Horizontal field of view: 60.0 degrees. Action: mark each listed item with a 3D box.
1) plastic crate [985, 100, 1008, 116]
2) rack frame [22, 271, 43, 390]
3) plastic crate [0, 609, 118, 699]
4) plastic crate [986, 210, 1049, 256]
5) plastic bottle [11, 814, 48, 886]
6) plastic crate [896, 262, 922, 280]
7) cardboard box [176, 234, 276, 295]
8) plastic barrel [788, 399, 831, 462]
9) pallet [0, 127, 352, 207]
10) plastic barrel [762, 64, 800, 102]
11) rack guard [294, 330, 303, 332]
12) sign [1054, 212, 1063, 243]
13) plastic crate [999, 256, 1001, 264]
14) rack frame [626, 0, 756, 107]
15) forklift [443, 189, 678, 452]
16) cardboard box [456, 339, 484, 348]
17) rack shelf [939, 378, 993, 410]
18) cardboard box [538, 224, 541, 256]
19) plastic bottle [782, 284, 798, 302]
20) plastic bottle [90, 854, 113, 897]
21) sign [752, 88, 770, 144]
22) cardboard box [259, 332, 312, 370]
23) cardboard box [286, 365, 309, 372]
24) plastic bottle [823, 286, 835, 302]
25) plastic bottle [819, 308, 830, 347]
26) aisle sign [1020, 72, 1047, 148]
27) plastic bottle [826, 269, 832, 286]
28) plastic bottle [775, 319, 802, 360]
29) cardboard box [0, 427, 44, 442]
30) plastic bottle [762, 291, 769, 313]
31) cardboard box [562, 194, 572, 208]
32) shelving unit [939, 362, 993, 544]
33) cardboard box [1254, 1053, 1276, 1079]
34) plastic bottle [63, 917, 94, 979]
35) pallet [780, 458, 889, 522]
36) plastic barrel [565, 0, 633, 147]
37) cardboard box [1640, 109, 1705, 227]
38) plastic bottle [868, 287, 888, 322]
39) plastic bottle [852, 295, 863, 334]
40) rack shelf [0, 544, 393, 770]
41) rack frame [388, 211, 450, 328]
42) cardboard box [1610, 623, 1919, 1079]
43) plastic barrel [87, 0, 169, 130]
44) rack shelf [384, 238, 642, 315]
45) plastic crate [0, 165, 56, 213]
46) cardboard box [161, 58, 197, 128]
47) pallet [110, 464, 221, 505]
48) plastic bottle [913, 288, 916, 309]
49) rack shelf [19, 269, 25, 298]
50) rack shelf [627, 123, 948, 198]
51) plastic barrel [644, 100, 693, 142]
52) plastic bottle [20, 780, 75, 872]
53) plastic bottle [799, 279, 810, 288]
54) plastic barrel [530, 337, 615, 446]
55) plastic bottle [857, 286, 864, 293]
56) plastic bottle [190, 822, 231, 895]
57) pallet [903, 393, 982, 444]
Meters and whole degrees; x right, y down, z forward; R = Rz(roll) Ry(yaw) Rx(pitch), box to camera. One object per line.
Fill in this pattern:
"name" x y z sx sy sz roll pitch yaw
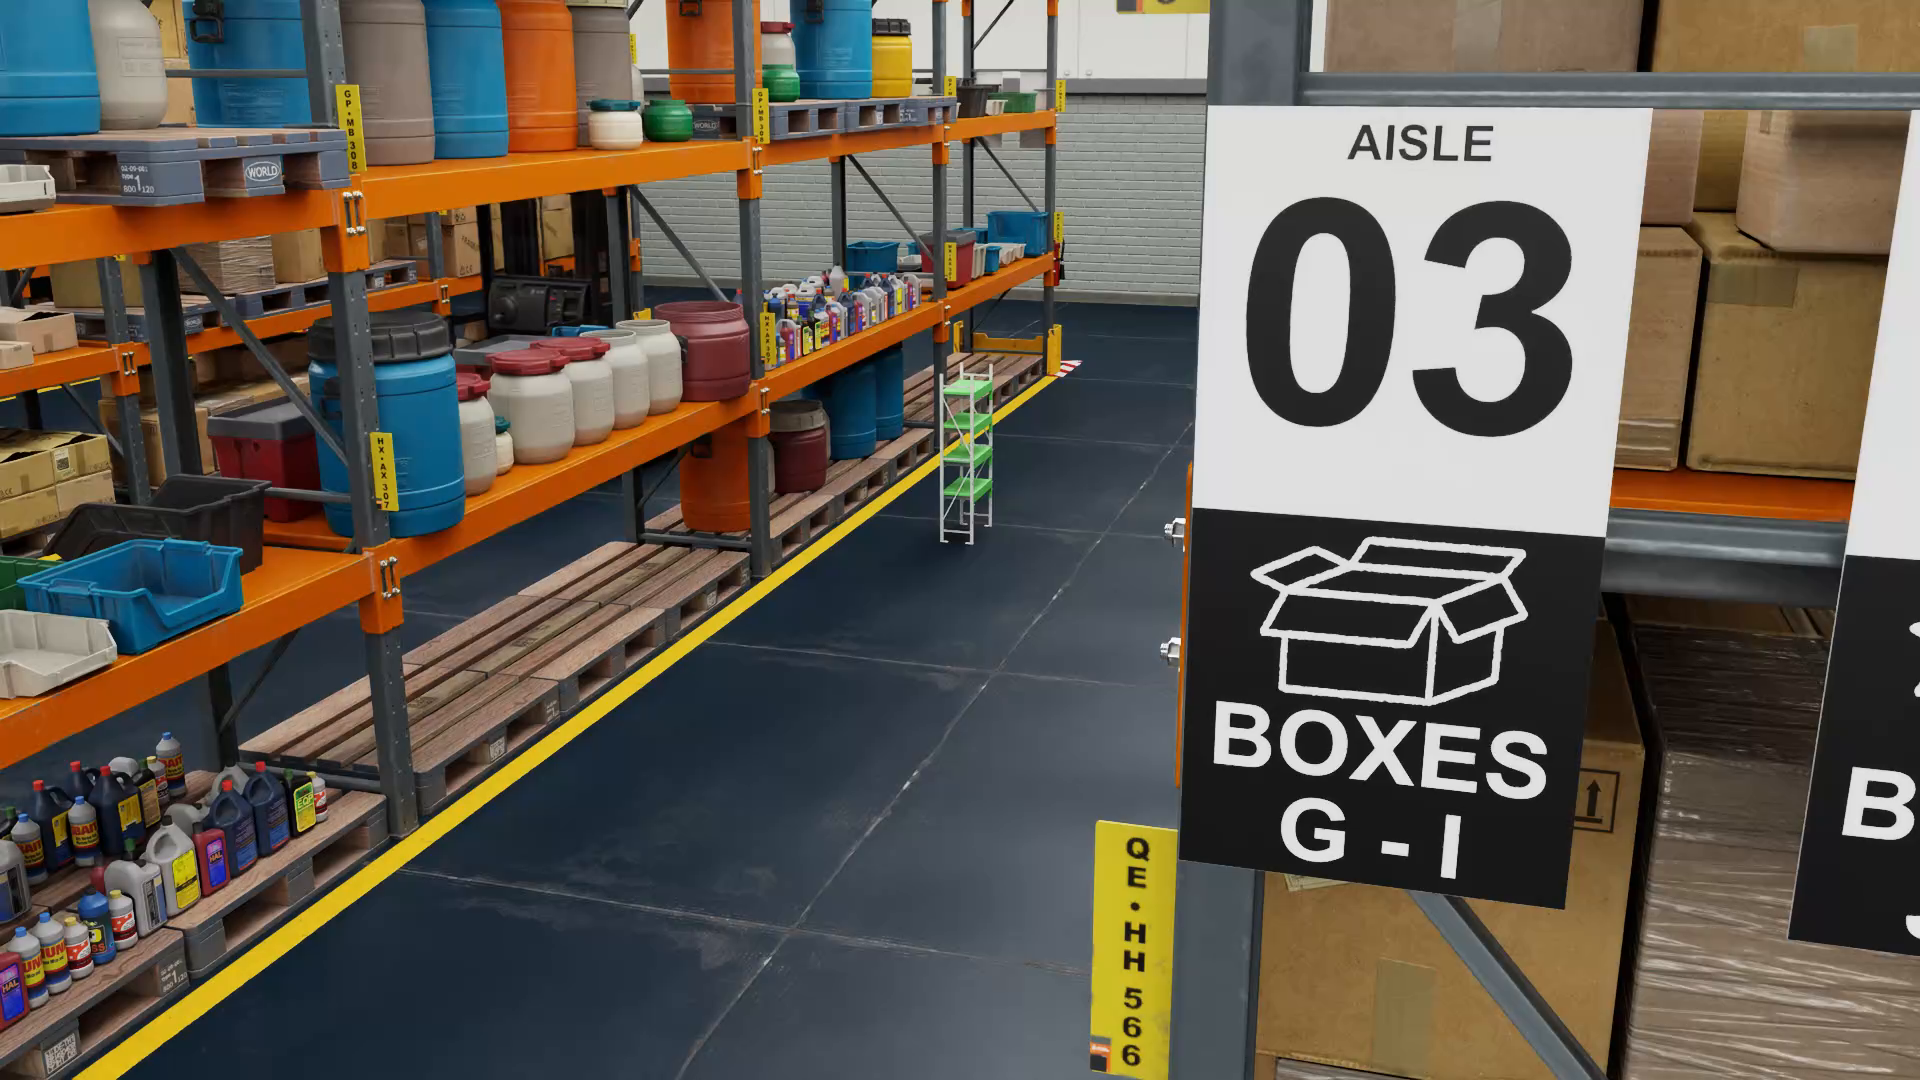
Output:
"plastic crate" 0.179 -4.088 15.730 0.437 0.136 0.530 5 16 16
"rack frame" -10.107 -3.053 17.096 1.000 3.000 0.127 5 16 16
"plastic crate" -3.100 0.380 5.477 0.530 0.136 0.437 5 16 16
"plastic crate" 0.612 -3.275 17.704 0.616 0.435 0.499 5 16 16
"plastic bottle" -3.569 1.179 6.369 0.097 0.271 0.097 0 16 0
"plastic crate" -0.548 -2.495 15.523 0.437 0.125 0.590 5 16 16
"cardboard box" -5.979 -2.271 13.388 0.700 0.500 0.500 8 18 26
"plastic barrel" -1.227 -0.823 13.023 0.421 0.512 0.421 0 16 0
"pallet" -2.993 -1.348 5.932 1.213 0.211 1.003 5 16 16
"plastic barrel" -1.224 -3.068 11.167 0.294 0.245 0.294 0 16 0
"rack guard" -8.963 -2.903 21.149 1.175 0.500 0.348 5 16 16
"sign" 1.060 -3.371 17.919 0.100 0.325 0.005 5 16 16
"plastic crate" 0.252 -2.777 16.498 0.298 0.136 0.250 5 16 16
"rack frame" -1.745 -4.124 9.879 1.000 3.000 0.127 5 16 16
"forklift" -3.464 -1.889 13.117 1.130 2.935 3.031 7 17 23
"cardboard box" -5.253 -1.955 17.347 0.500 0.311 0.500 5 16 16
"rack shelf" 0.047 -1.021 11.705 0.258 0.148 0.480 5 16 16
"cardboard box" -4.664 -3.095 17.061 0.500 0.500 0.500 5 16 16
"plastic bottle" -1.368 -1.891 13.227 0.152 0.276 0.135 5 16 16
"plastic bottle" -3.087 1.263 6.051 0.061 0.283 0.133 5 16 16
"sign" -1.216 -2.590 10.159 0.100 0.325 0.005 5 16 16
"cardboard box" -6.012 -1.670 14.622 0.500 0.250 0.500 5 16 16
"cardboard box" -5.513 -1.268 14.576 0.500 0.500 0.500 5 17 17
"plastic bottle" -1.084 -1.997 13.737 0.097 0.201 0.097 0 16 0
"plastic bottle" -0.990 -1.534 11.978 0.097 0.271 0.097 0 16 0
"aisle sign" 0.830 -4.578 17.708 0.394 0.787 0.004 5 16 16
"plastic bottle" -1.122 -2.166 14.182 0.061 0.283 0.133 5 16 16
"plastic bottle" -1.181 -1.388 11.452 0.152 0.276 0.135 5 16 16
"cardboard box" -6.924 -0.658 11.894 0.500 0.311 0.500 5 17 18
"plastic bottle" -1.539 -1.774 12.677 0.144 0.351 0.185 5 16 16
"cardboard box" -4.368 -3.839 17.853 0.500 0.500 0.500 5 17 17
"shelving unit" 0.047 -0.621 11.818 0.258 1.200 0.503 5 16 16
"cardboard box" 0.940 0.766 2.904 0.875 0.500 0.500 5 16 16
"plastic bottle" -3.051 1.397 5.727 0.097 0.201 0.097 0 16 0
"pallet" -1.212 -0.424 12.939 1.003 0.211 1.213 5 16 16
"plastic barrel" -2.187 -2.724 9.522 0.600 0.901 0.600 0 16 0
"cardboard box" 0.696 -0.480 2.071 0.380 0.149 0.250 4 16 14
"plastic bottle" -0.658 -1.869 13.150 0.152 0.276 0.135 5 16 16
"plastic bottle" -0.784 -1.713 12.585 0.061 0.283 0.133 5 16 16
"rack shelf" -3.450 0.678 5.262 1.077 0.370 4.000 5 16 16
"rack frame" -5.356 -2.670 15.745 1.000 3.000 0.127 5 16 16
"cardboard box" 1.148 0.444 2.207 0.500 0.500 0.500 5 16 16
"plastic barrel" -3.192 -1.793 6.183 0.421 0.512 0.421 0 16 0
"rack shelf" -4.788 -2.847 17.688 1.077 0.370 4.000 5 16 16
"plastic crate" -2.950 -1.057 5.044 0.243 0.136 0.396 5 16 16
"cardboard box" -6.257 -3.365 12.515 0.910 0.500 0.500 5 16 16
"pallet" -6.245 -0.474 13.114 1.003 0.211 1.213 5 16 16
"plastic bottle" -0.417 -2.028 13.848 0.097 0.201 0.097 0 16 0
"rack shelf" -10.675 -2.184 15.349 1.077 0.370 4.000 5 16 16
"rack shelf" -1.177 -2.858 12.231 1.077 0.370 4.000 5 16 16
"plastic barrel" -1.766 -2.538 10.068 0.294 0.245 0.294 0 16 0
"plastic bottle" -3.563 1.099 6.504 0.144 0.351 0.185 4 16 14
"plastic bottle" -1.268 -2.007 13.645 0.097 0.271 0.097 0 16 0
"plastic barrel" -2.068 -0.796 8.888 0.433 0.535 0.433 0 16 0
"plastic bottle" -0.782 -1.872 13.168 0.097 0.271 0.097 0 16 0
"plastic bottle" -2.849 1.190 6.307 0.061 0.283 0.133 6 17 20
"pallet" -0.437 -1.139 15.457 1.003 0.211 1.213 5 16 16
